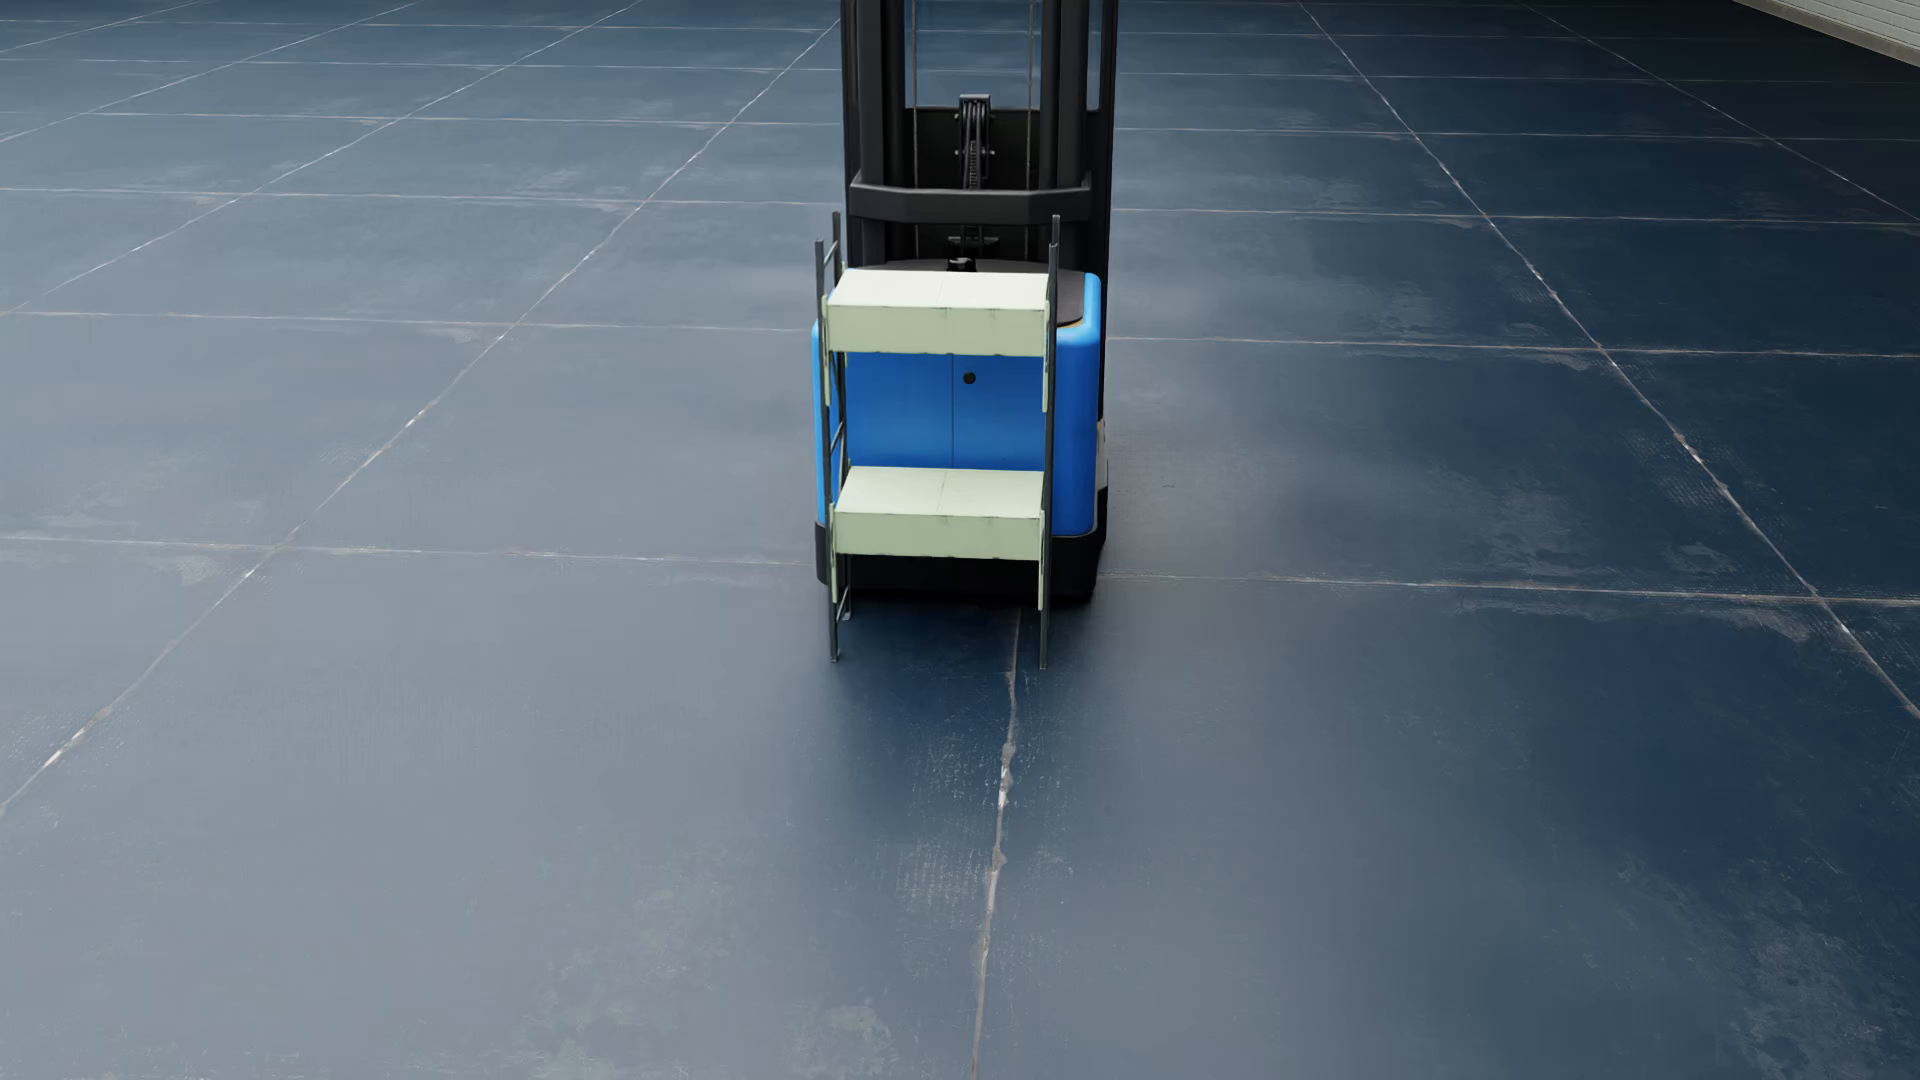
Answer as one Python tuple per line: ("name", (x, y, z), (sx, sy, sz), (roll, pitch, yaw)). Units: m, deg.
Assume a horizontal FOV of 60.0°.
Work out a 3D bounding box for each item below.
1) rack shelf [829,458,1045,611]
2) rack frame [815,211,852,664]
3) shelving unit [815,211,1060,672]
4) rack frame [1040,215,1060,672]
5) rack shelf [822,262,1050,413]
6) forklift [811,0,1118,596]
("rack shelf", (-0.062, -0.025, 5.790), (0.720, 0.370, 0.431), (2, 25, 4))
("rack frame", (-0.427, -0.333, 5.680), (0.023, 1.500, 0.400), (2, 25, 4))
("shelving unit", (-0.062, -0.321, 5.654), (0.755, 1.500, 0.431), (2, 25, 4))
("rack frame", (0.303, -0.309, 5.627), (0.023, 1.500, 0.400), (2, 25, 4))
("rack shelf", (-0.062, -0.676, 5.491), (0.720, 0.370, 0.431), (2, 25, 4))
("forklift", (0.095, -1.705, 6.948), (1.130, 2.935, 3.031), (2, 25, 4))
